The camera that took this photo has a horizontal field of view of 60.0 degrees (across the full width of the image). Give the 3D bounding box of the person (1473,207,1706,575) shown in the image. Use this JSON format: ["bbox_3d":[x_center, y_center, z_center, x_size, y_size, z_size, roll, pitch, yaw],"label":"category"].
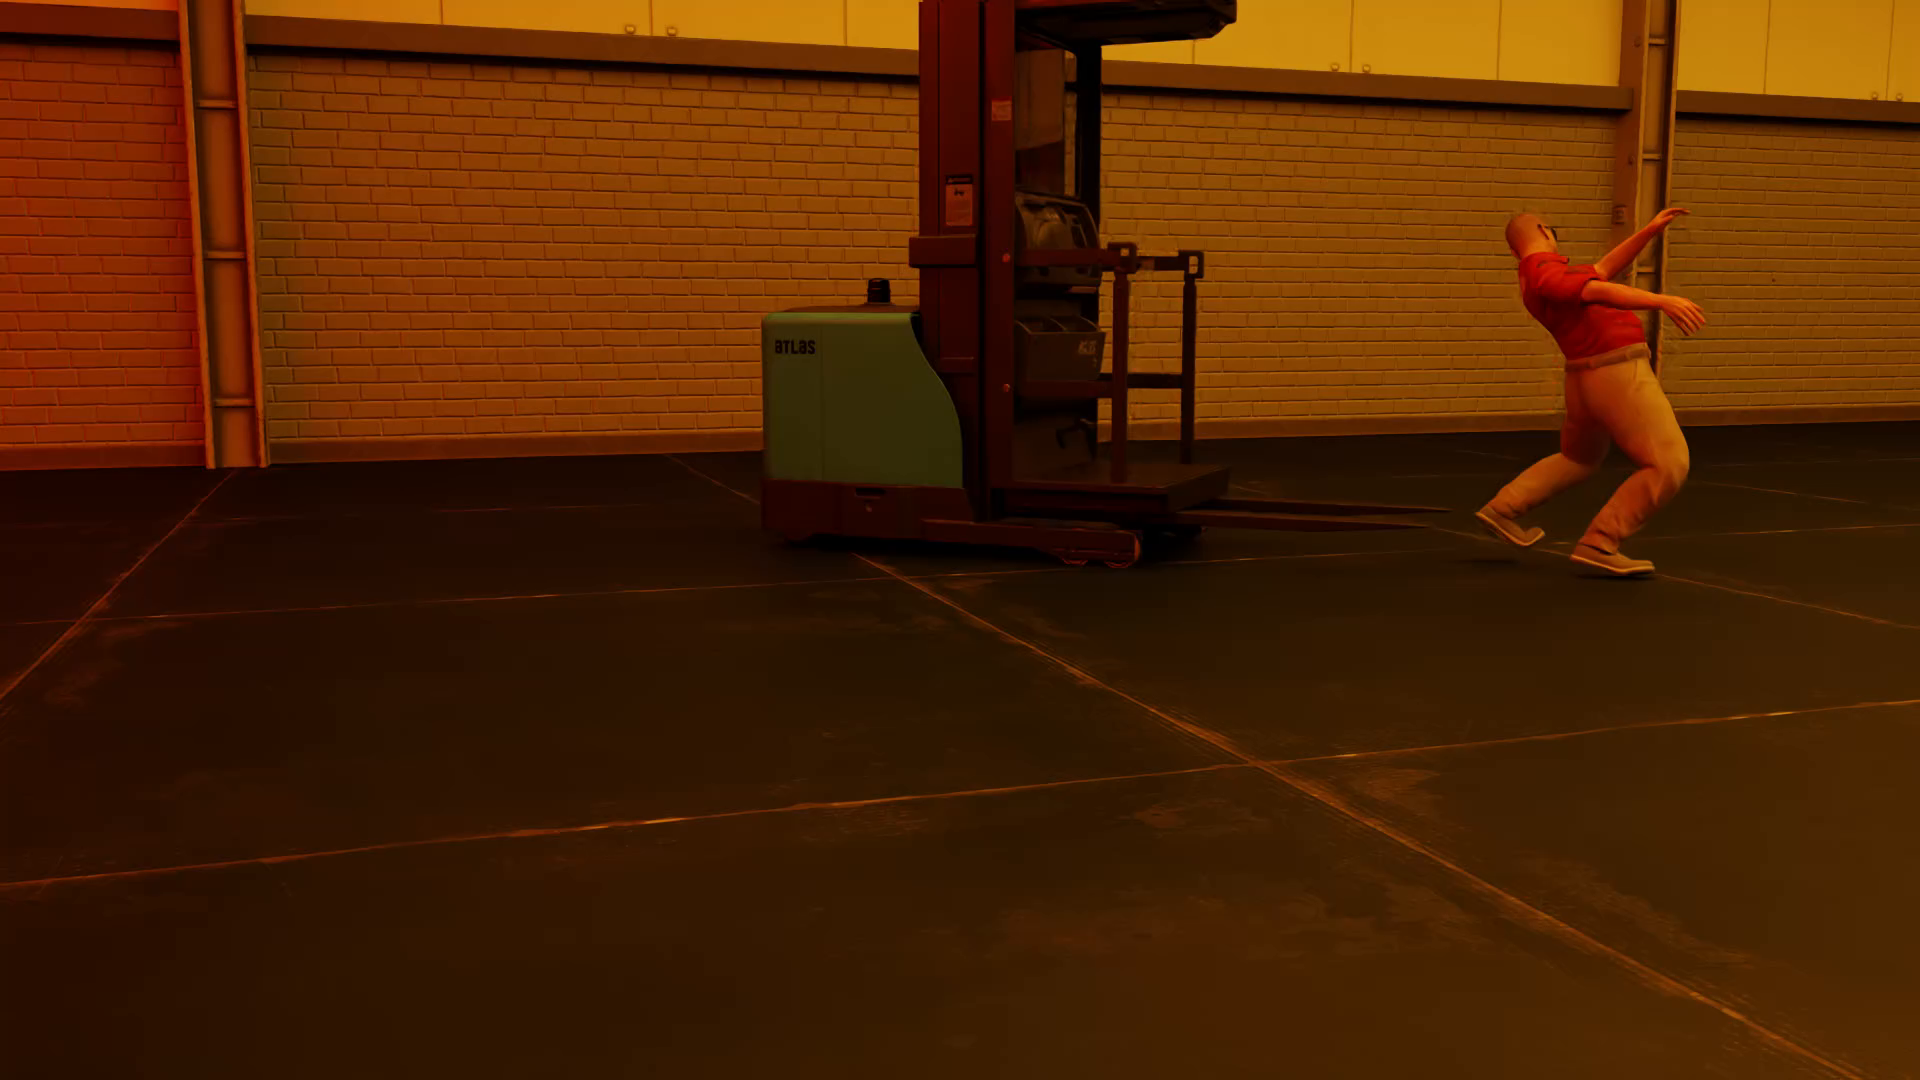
[{"bbox_3d":[2.655,-0.602,6.760,0.700,1.496,1.079,-1,8,-4],"label":"person"}]

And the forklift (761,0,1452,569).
[{"bbox_3d":[0.632,-1.410,7.413,3.031,2.935,1.130,4,8,24],"label":"forklift"}]
